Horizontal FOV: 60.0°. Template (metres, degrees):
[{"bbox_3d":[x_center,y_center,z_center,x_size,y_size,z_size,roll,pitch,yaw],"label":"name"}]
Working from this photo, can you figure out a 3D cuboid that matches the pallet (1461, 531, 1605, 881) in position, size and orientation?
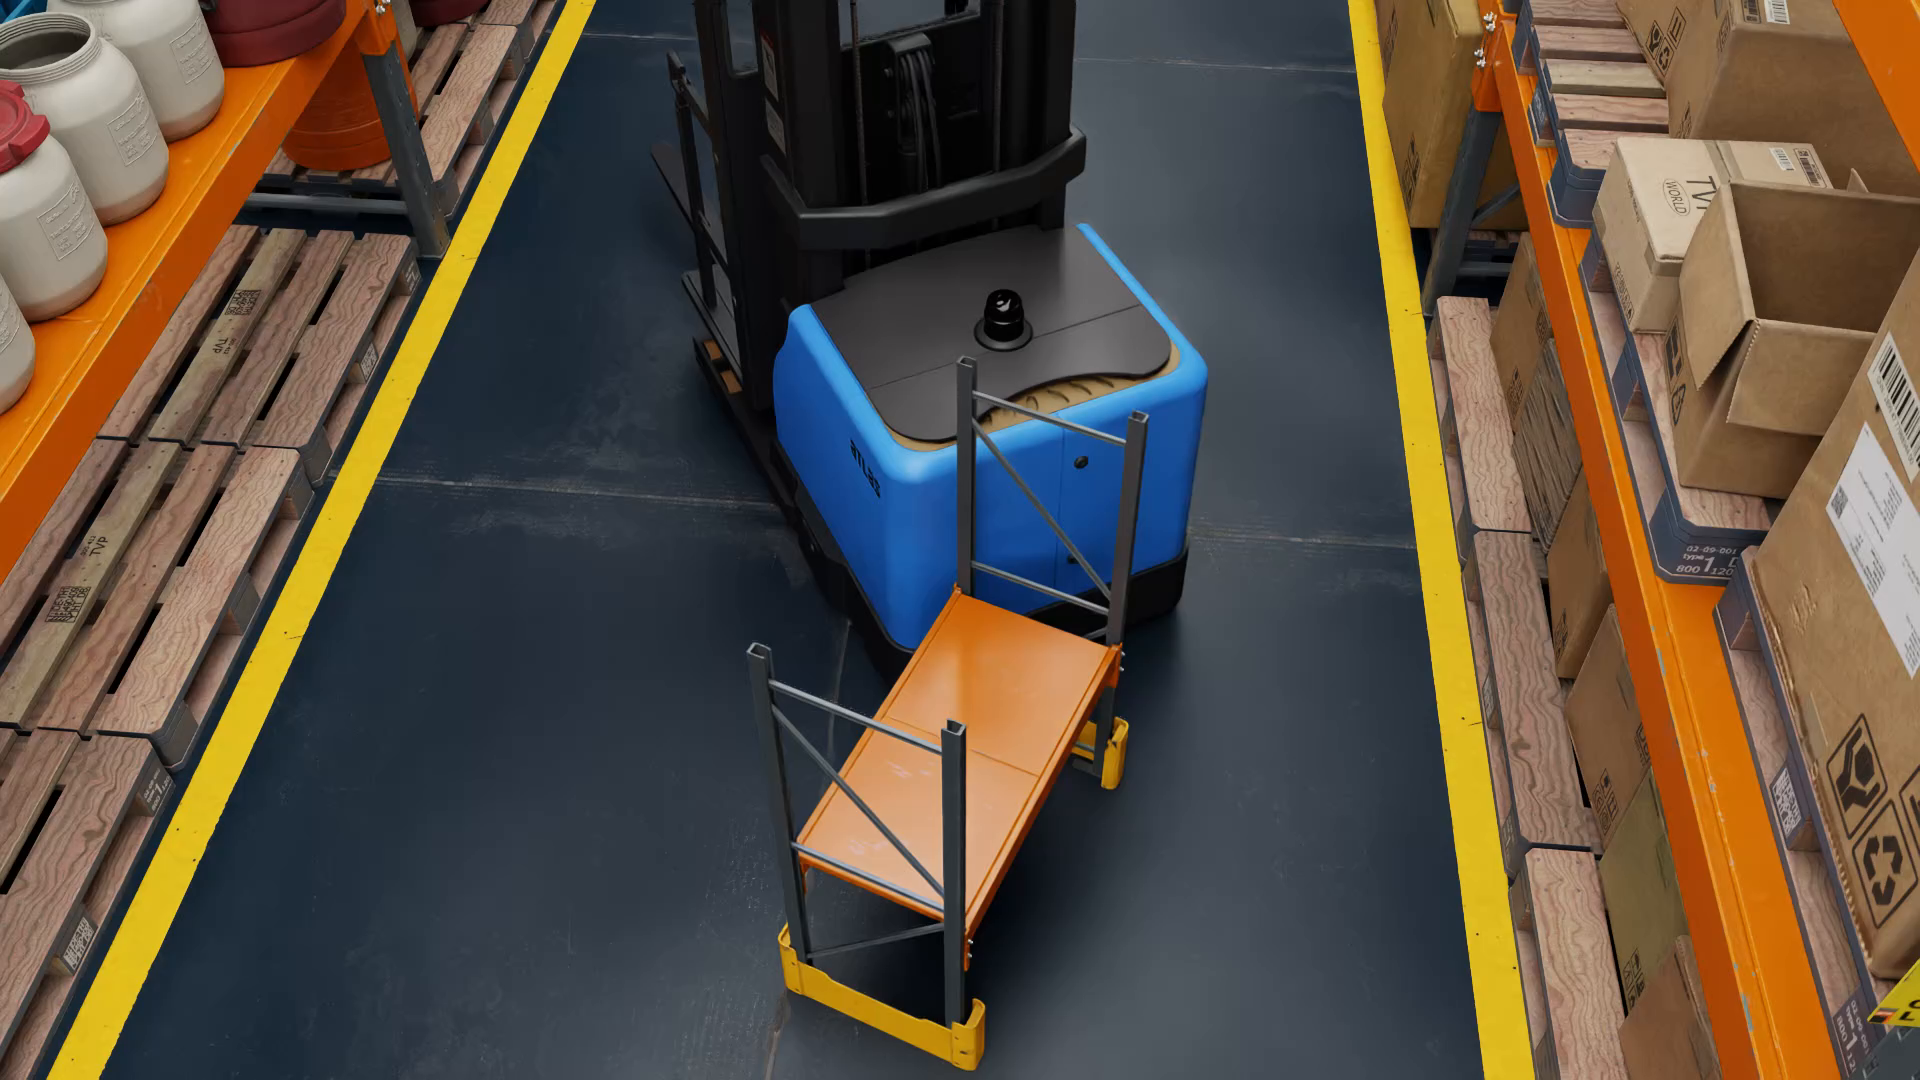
[{"bbox_3d":[2.140,0.510,5.140,1.003,0.211,1.213,4,48,4],"label":"pallet"}]

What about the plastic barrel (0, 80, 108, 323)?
[{"bbox_3d":[-2.558,-0.884,4.433,0.433,0.535,0.433,0,48,0],"label":"plastic barrel"}]

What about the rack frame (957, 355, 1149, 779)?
[{"bbox_3d":[0.223,0.136,4.609,0.500,1.500,0.032,20,51,17],"label":"rack frame"}]

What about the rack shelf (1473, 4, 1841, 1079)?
[{"bbox_3d":[2.144,-0.186,4.375,1.077,0.370,4.000,4,48,4],"label":"rack shelf"}]

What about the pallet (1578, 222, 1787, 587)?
[{"bbox_3d":[2.187,-0.377,4.192,1.003,0.211,1.213,4,48,4],"label":"pallet"}]

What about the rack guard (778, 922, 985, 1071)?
[{"bbox_3d":[-0.210,1.221,4.464,0.587,0.250,0.087,20,51,17],"label":"rack guard"}]

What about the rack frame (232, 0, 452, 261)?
[{"bbox_3d":[-2.606,-2.232,5.759,1.000,3.000,0.127,4,48,4],"label":"rack frame"}]

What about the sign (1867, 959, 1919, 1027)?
[{"bbox_3d":[1.409,0.615,2.370,0.100,0.325,0.005,4,48,4],"label":"sign"}]

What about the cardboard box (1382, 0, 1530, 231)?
[{"bbox_3d":[2.410,-1.829,6.545,1.225,0.875,0.875,2,48,2],"label":"cardboard box"}]

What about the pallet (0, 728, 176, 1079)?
[{"bbox_3d":[-2.937,1.069,4.629,1.003,0.211,1.213,4,48,4],"label":"pallet"}]

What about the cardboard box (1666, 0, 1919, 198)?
[{"bbox_3d":[2.366,-1.258,4.515,0.700,0.500,0.500,10,48,9],"label":"cardboard box"}]

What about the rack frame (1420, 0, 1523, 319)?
[{"bbox_3d":[2.327,-1.899,5.454,1.000,3.000,0.127,4,48,4],"label":"rack frame"}]

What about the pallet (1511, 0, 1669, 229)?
[{"bbox_3d":[2.368,-1.303,5.039,1.213,0.211,1.003,4,48,4],"label":"pallet"}]

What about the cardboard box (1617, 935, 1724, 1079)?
[{"bbox_3d":[2.040,1.286,3.937,0.700,0.500,0.500,1,48,1],"label":"cardboard box"}]

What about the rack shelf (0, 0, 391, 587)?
[{"bbox_3d":[-2.788,-0.519,4.680,1.077,0.370,4.000,4,48,4],"label":"rack shelf"}]

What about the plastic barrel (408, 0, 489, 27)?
[{"bbox_3d":[-2.475,-2.750,7.582,0.600,0.588,0.708,4,48,4],"label":"plastic barrel"}]

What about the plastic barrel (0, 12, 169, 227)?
[{"bbox_3d":[-2.525,-1.190,4.730,0.421,0.512,0.421,0,48,0],"label":"plastic barrel"}]

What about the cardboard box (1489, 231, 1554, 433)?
[{"bbox_3d":[2.286,-0.710,5.762,0.700,0.500,0.500,2,48,1],"label":"cardboard box"}]

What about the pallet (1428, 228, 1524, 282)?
[{"bbox_3d":[2.474,-1.532,7.008,1.003,0.211,1.213,4,48,4],"label":"pallet"}]

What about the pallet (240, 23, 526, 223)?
[{"bbox_3d":[-2.575,-1.873,7.320,1.003,0.211,1.213,4,48,4],"label":"pallet"}]

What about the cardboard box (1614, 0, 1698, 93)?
[{"bbox_3d":[2.317,-1.675,4.897,0.500,0.500,0.500,-1,48,-1],"label":"cardboard box"}]

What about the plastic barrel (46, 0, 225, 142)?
[{"bbox_3d":[-2.487,-1.499,5.013,0.421,0.512,0.421,0,48,0],"label":"plastic barrel"}]

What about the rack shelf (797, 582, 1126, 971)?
[{"bbox_3d":[0.003,0.595,4.433,0.538,0.185,1.000,20,51,17],"label":"rack shelf"}]

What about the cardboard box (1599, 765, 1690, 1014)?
[{"bbox_3d":[2.102,0.937,4.256,0.700,0.500,0.500,4,48,3],"label":"cardboard box"}]

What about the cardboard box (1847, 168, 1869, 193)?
[{"bbox_3d":[2.444,-0.752,4.211,0.396,0.266,0.258,3,48,2],"label":"cardboard box"}]

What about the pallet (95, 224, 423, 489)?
[{"bbox_3d":[-2.715,-0.724,6.269,1.003,0.211,1.213,4,48,4],"label":"pallet"}]

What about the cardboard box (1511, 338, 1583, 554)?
[{"bbox_3d":[2.248,-0.301,5.389,0.700,0.500,0.500,0,48,0],"label":"cardboard box"}]

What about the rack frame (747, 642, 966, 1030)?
[{"bbox_3d":[-0.218,0.812,3.991,0.500,1.500,0.032,20,51,17],"label":"rack frame"}]

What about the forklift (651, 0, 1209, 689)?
[{"bbox_3d":[-0.348,-1.588,5.216,1.130,2.935,3.031,-19,50,-17],"label":"forklift"}]

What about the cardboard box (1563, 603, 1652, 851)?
[{"bbox_3d":[2.152,0.526,4.632,0.700,0.500,0.500,0,48,0],"label":"cardboard box"}]

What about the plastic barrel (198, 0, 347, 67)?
[{"bbox_3d":[-2.346,-1.916,5.378,0.600,0.536,0.708,4,48,4],"label":"plastic barrel"}]

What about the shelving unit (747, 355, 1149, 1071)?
[{"bbox_3d":[0.007,0.468,4.306,0.587,1.500,1.083,20,51,17],"label":"shelving unit"}]

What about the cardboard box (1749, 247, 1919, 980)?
[{"bbox_3d":[2.174,0.122,2.915,1.000,1.000,1.000,4,48,4],"label":"cardboard box"}]

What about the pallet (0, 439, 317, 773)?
[{"bbox_3d":[-2.829,0.170,5.452,1.003,0.211,1.213,4,48,4],"label":"pallet"}]

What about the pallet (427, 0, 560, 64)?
[{"bbox_3d":[-2.461,-2.767,8.138,1.003,0.211,1.213,4,48,4],"label":"pallet"}]

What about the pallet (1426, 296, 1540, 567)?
[{"bbox_3d":[2.254,-0.384,5.958,1.003,0.211,1.213,4,48,4],"label":"pallet"}]

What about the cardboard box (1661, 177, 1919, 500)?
[{"bbox_3d":[2.028,-0.416,3.743,0.797,0.503,0.637,8,48,8],"label":"cardboard box"}]

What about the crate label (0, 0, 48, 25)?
[{"bbox_3d":[-2.965,-1.532,5.094,0.502,0.435,0.616,4,48,4],"label":"crate label"}]

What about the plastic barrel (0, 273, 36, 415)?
[{"bbox_3d":[-2.598,-0.566,4.143,0.433,0.535,0.433,0,48,0],"label":"plastic barrel"}]

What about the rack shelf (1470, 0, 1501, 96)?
[{"bbox_3d":[2.509,-3.126,7.064,1.077,0.370,4.000,4,48,4],"label":"rack shelf"}]

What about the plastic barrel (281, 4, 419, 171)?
[{"bbox_3d":[-2.578,-2.002,6.734,0.600,0.830,0.708,4,48,4],"label":"plastic barrel"}]

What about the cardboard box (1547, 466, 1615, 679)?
[{"bbox_3d":[2.203,0.116,5.007,0.700,0.500,0.500,7,48,7],"label":"cardboard box"}]

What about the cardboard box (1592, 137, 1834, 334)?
[{"bbox_3d":[1.945,-0.774,4.242,0.500,0.250,0.500,3,48,2],"label":"cardboard box"}]

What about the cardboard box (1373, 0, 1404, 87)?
[{"bbox_3d":[2.499,-2.484,7.144,1.225,0.875,0.875,4,48,4],"label":"cardboard box"}]

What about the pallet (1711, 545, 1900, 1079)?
[{"bbox_3d":[2.177,0.553,3.341,1.003,0.211,1.213,4,48,4],"label":"pallet"}]

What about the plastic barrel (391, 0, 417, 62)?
[{"bbox_3d":[-2.616,-2.316,7.236,0.421,0.512,0.421,0,48,0],"label":"plastic barrel"}]

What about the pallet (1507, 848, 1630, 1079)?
[{"bbox_3d":[2.032,1.409,4.318,1.003,0.211,1.213,4,48,4],"label":"pallet"}]

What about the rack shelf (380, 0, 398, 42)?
[{"bbox_3d":[-2.423,-3.459,7.368,1.077,0.370,4.000,4,48,4],"label":"rack shelf"}]

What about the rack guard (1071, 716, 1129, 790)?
[{"bbox_3d":[0.223,0.559,5.070,0.587,0.250,0.087,20,51,17],"label":"rack guard"}]
